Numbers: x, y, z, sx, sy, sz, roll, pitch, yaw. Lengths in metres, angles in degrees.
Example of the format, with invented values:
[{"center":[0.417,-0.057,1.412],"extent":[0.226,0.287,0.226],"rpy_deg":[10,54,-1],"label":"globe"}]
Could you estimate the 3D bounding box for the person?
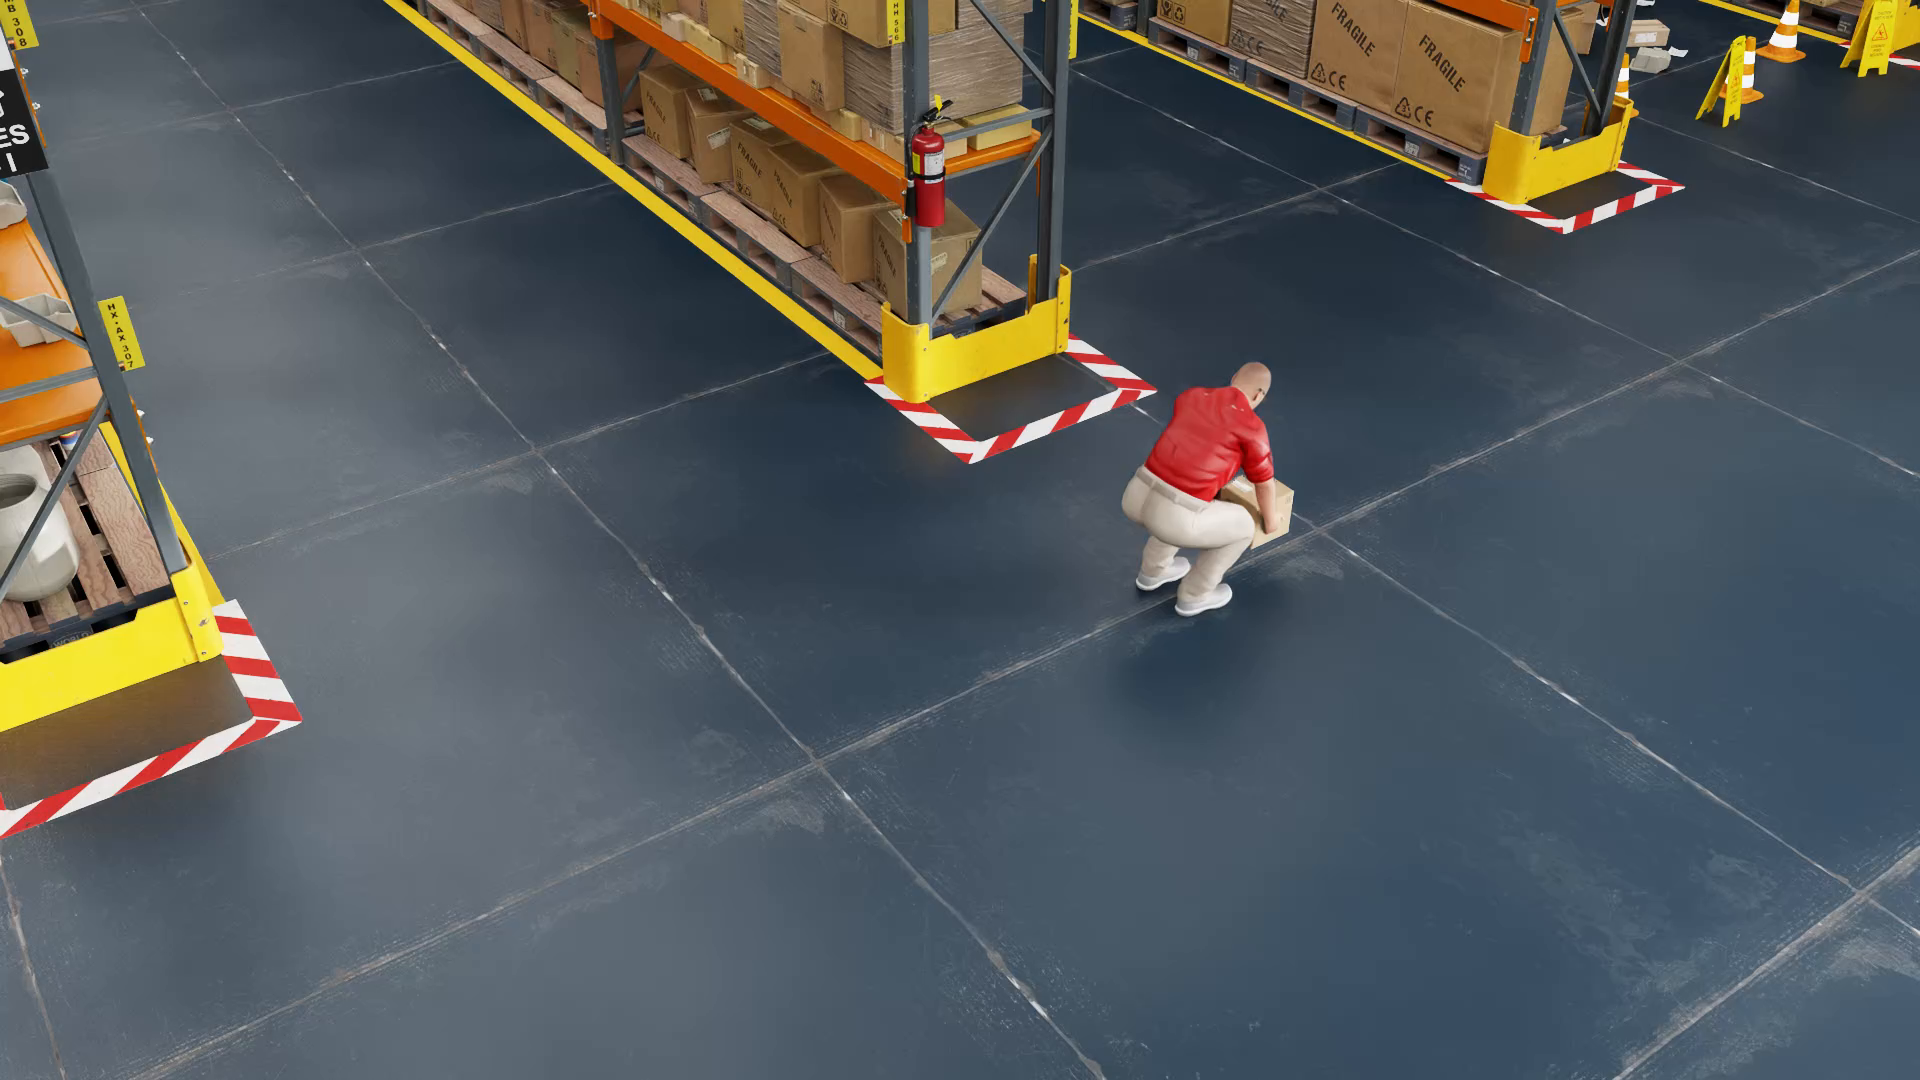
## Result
[{"center":[1.122,-0.242,7.860],"extent":[0.818,1.130,0.571],"rpy_deg":[-23,42,-28],"label":"person"}]
